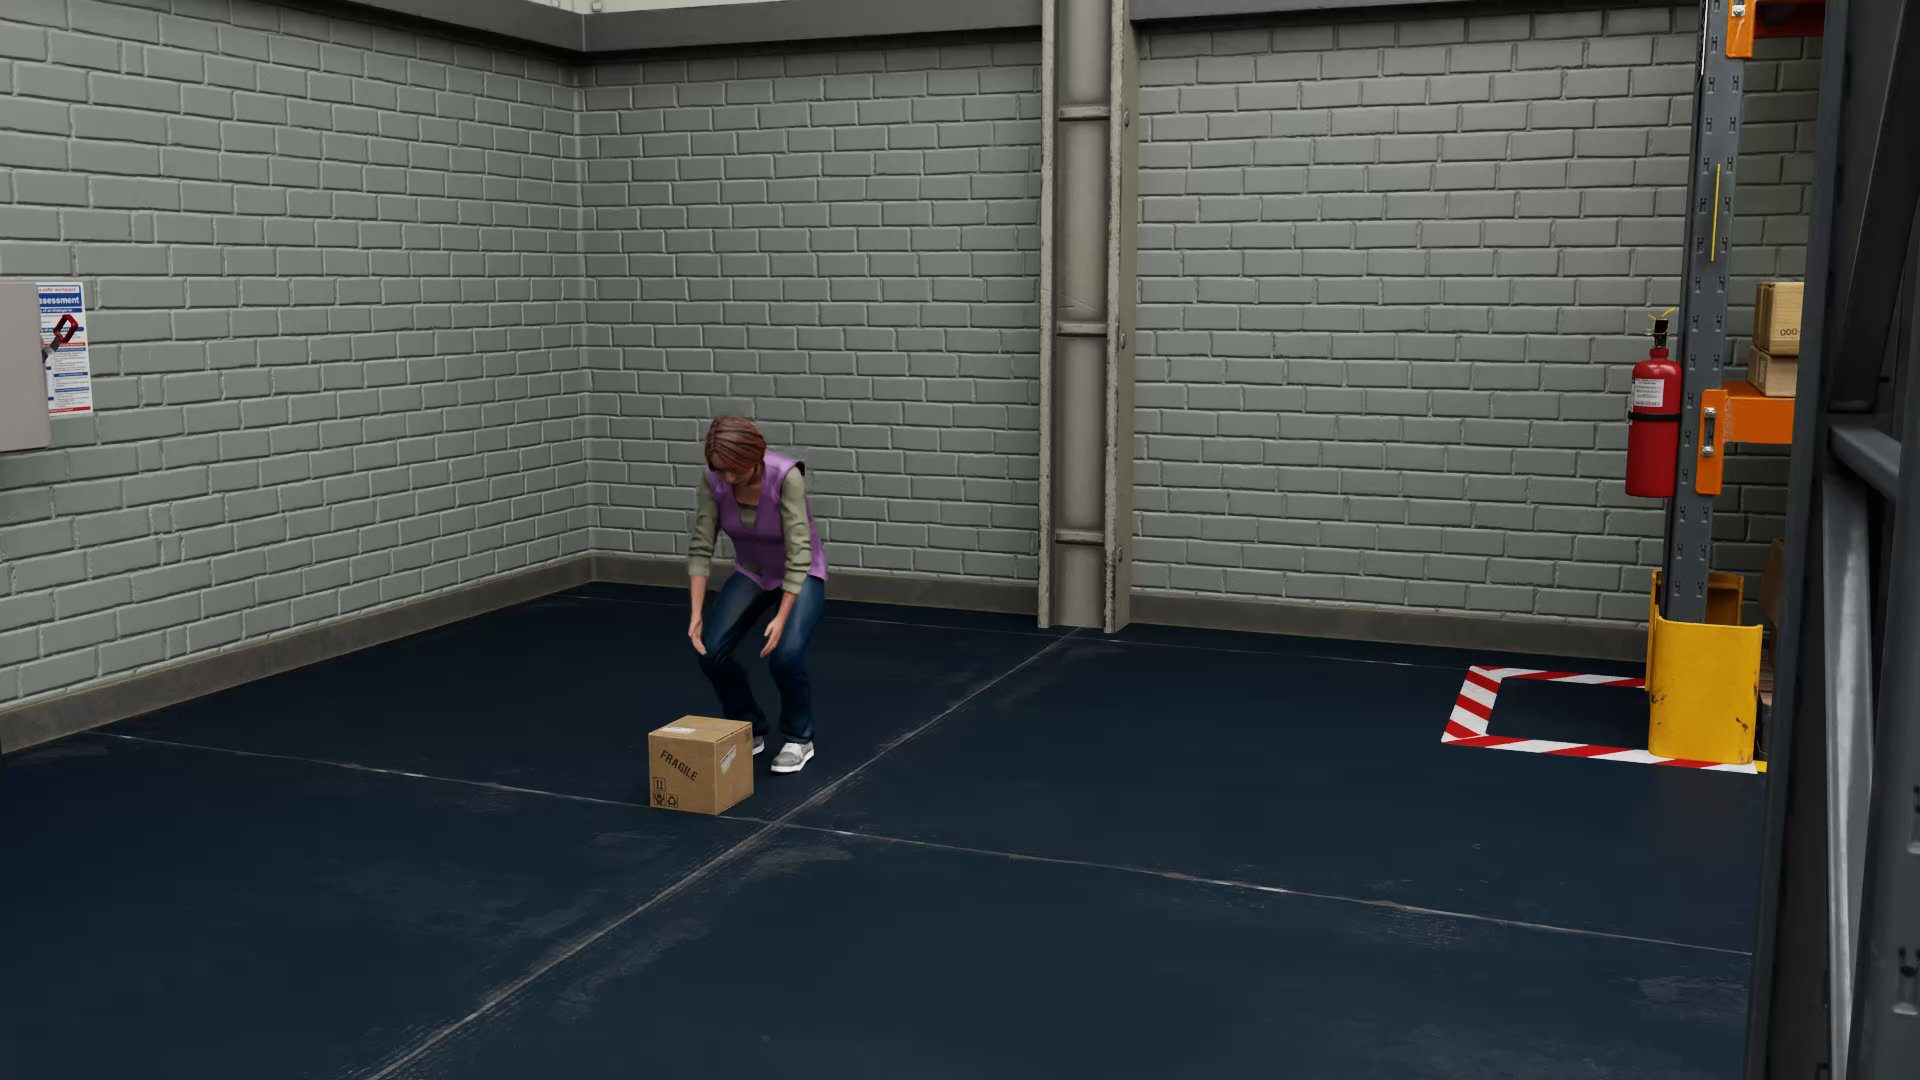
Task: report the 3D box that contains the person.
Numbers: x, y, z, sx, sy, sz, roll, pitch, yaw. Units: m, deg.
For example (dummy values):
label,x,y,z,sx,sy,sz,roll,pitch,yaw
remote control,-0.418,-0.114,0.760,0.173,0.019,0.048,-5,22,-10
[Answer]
label,x,y,z,sx,sy,sz,roll,pitch,yaw
person,-0.677,0.183,5.803,0.463,1.270,0.673,3,10,21
